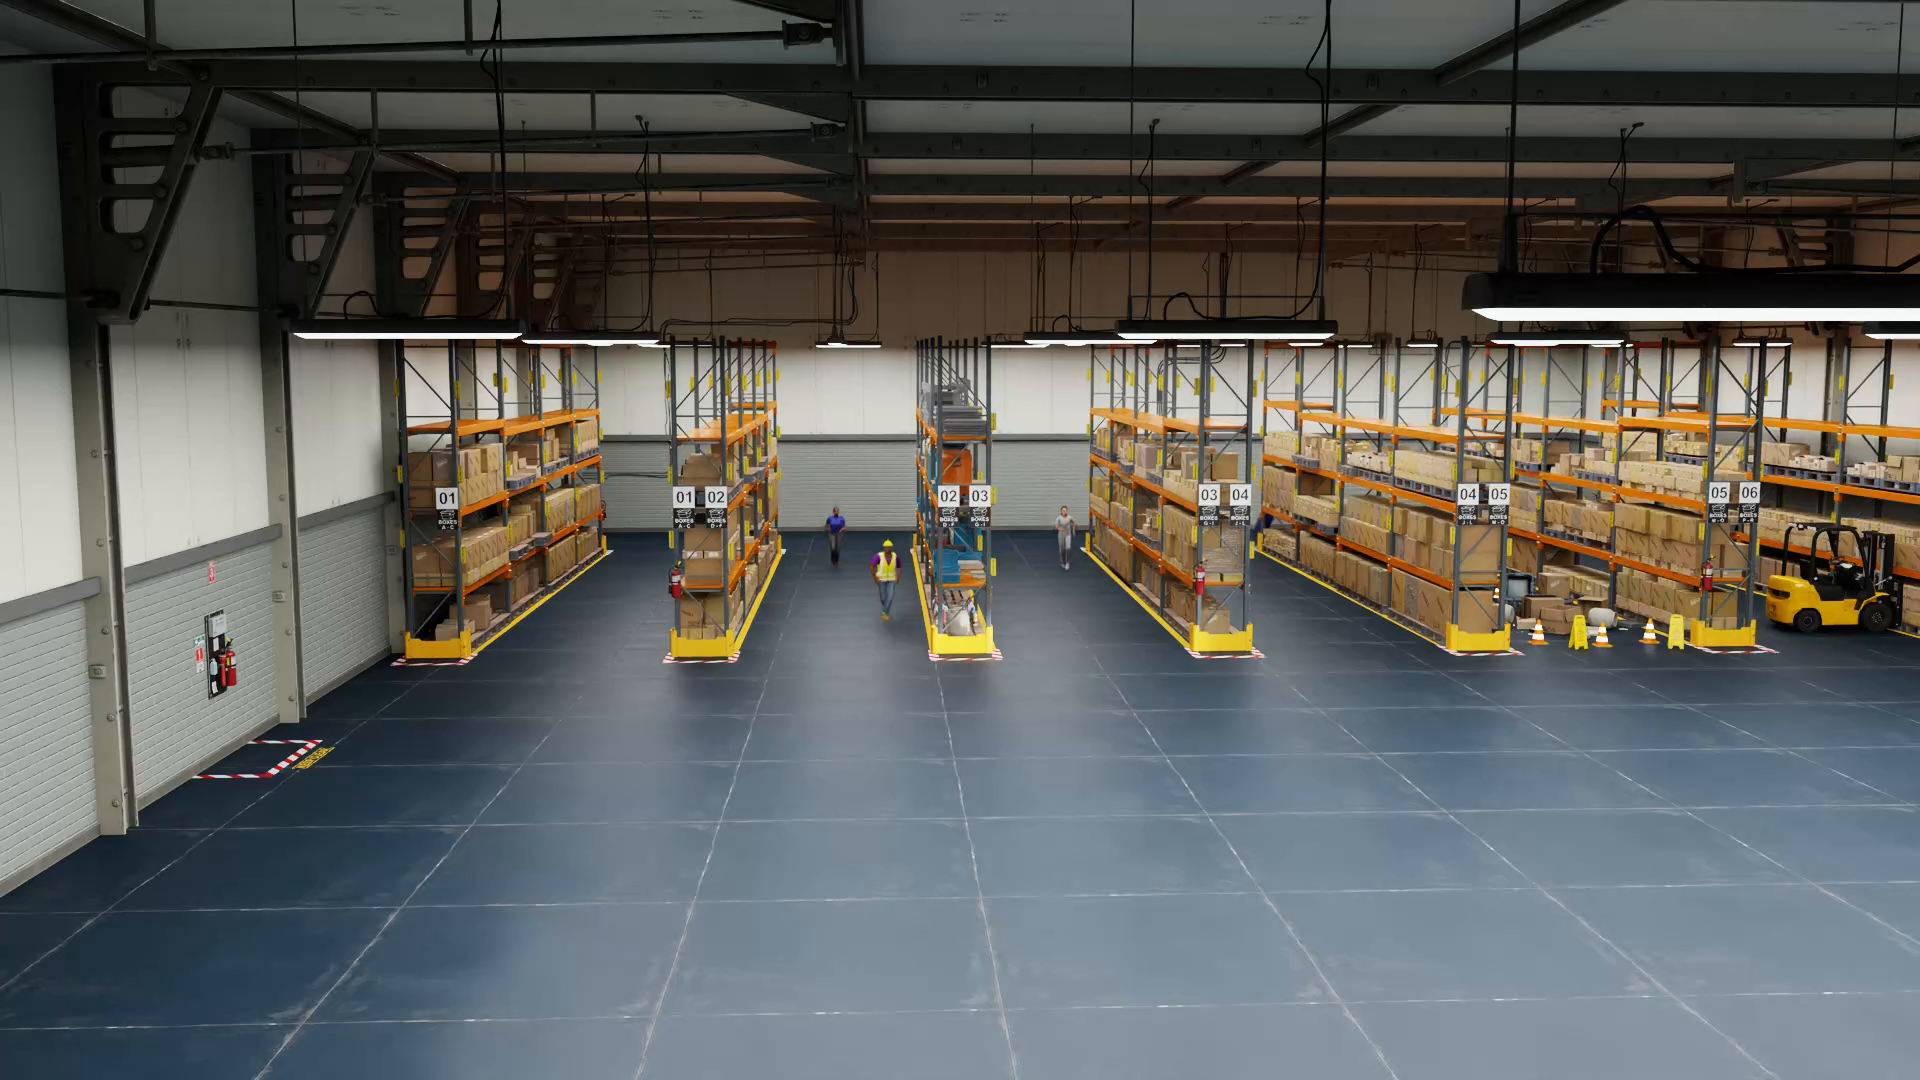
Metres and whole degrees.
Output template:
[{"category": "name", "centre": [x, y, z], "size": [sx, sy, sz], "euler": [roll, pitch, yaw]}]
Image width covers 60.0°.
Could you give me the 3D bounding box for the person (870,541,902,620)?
[{"category": "person", "centre": [-1.575, 0.847, 35.554], "size": [0.700, 1.700, 0.528], "euler": [-1, 7, -10]}]

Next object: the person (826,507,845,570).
[{"category": "person", "centre": [-3.266, -0.048, 43.797], "size": [0.485, 1.670, 0.790], "euler": [-1, 7, -12]}]

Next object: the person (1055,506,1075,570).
[{"category": "person", "centre": [2.758, -0.056, 43.630], "size": [0.533, 1.691, 0.793], "euler": [0, 7, 3]}]

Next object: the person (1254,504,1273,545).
[{"category": "person", "centre": [9.068, -0.629, 49.083], "size": [0.843, 1.634, 0.652], "euler": [-3, 7, -28]}]
